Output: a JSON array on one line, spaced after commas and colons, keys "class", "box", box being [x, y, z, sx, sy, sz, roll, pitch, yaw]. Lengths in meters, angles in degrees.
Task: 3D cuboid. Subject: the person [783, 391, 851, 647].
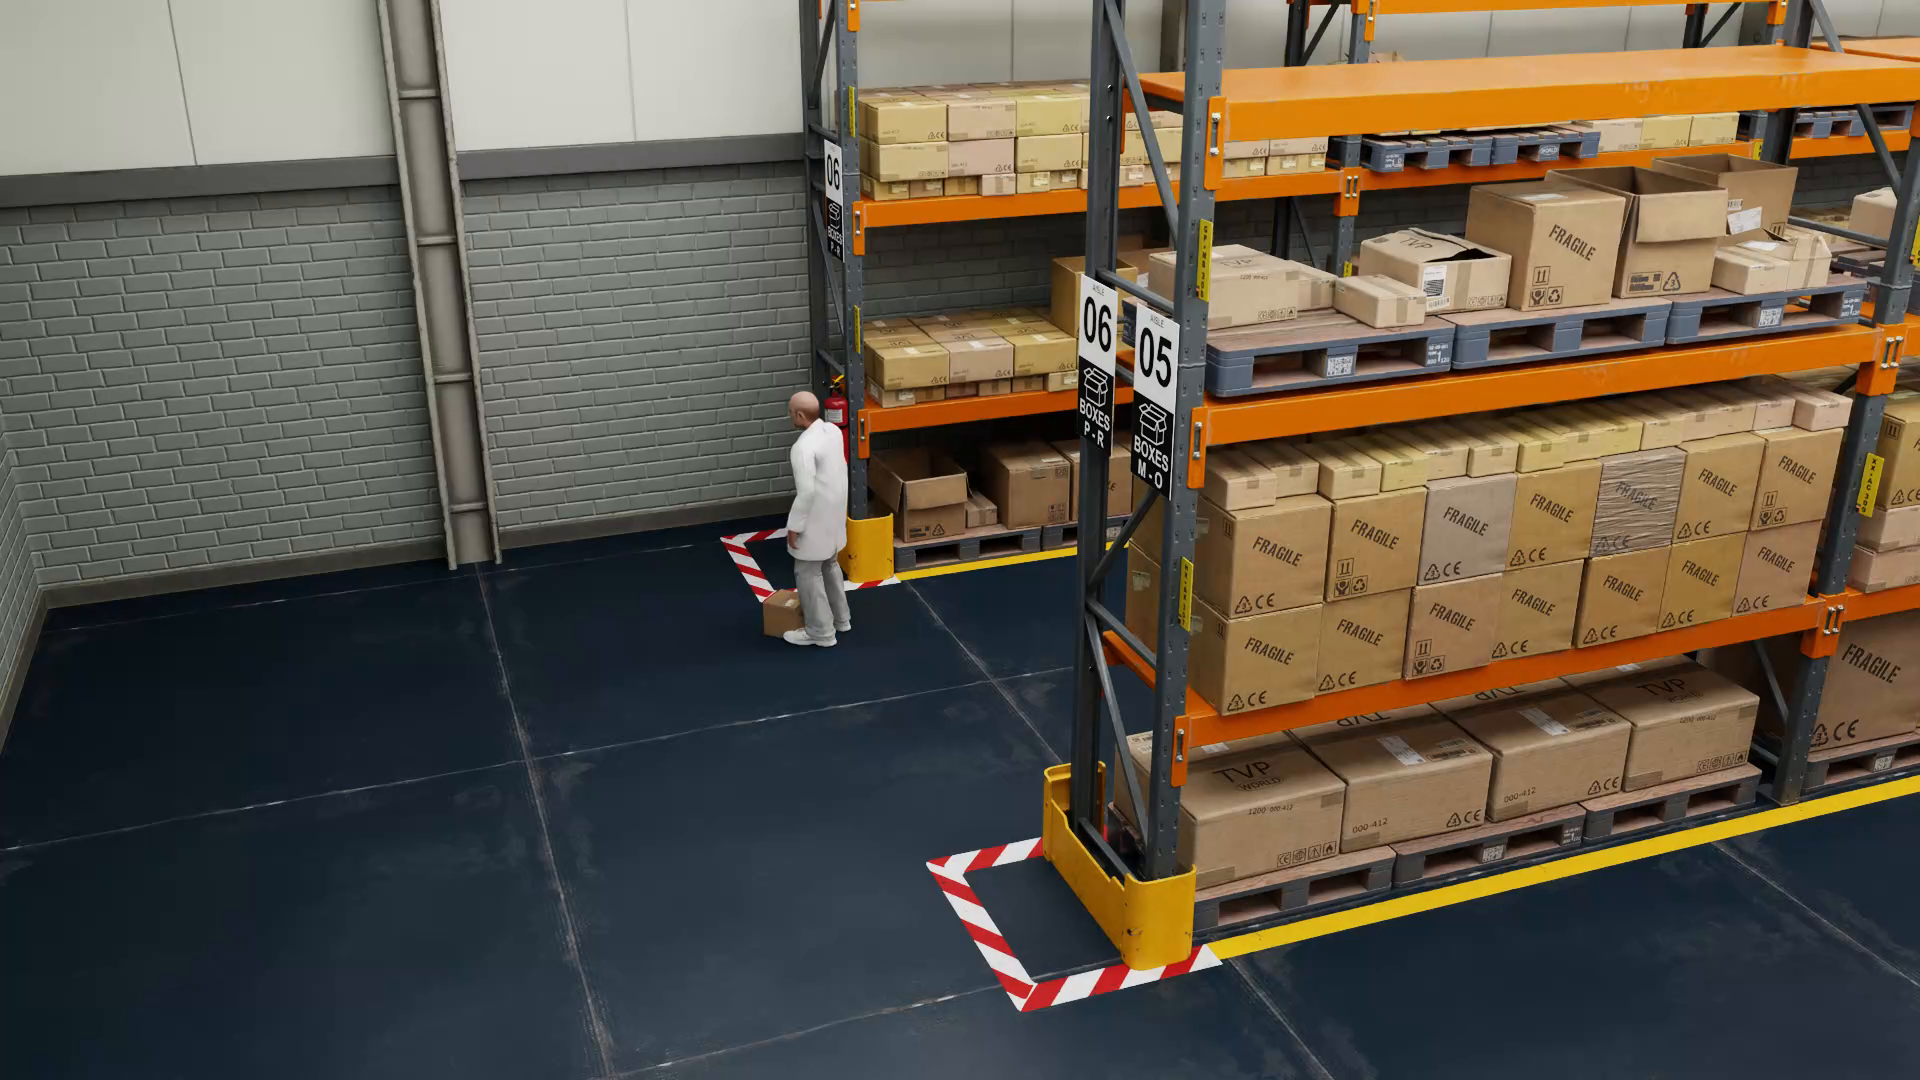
[{"class": "person", "box": [-0.972, -0.151, 11.243, 0.421, 1.774, 0.642, 9, 24, 22]}]
